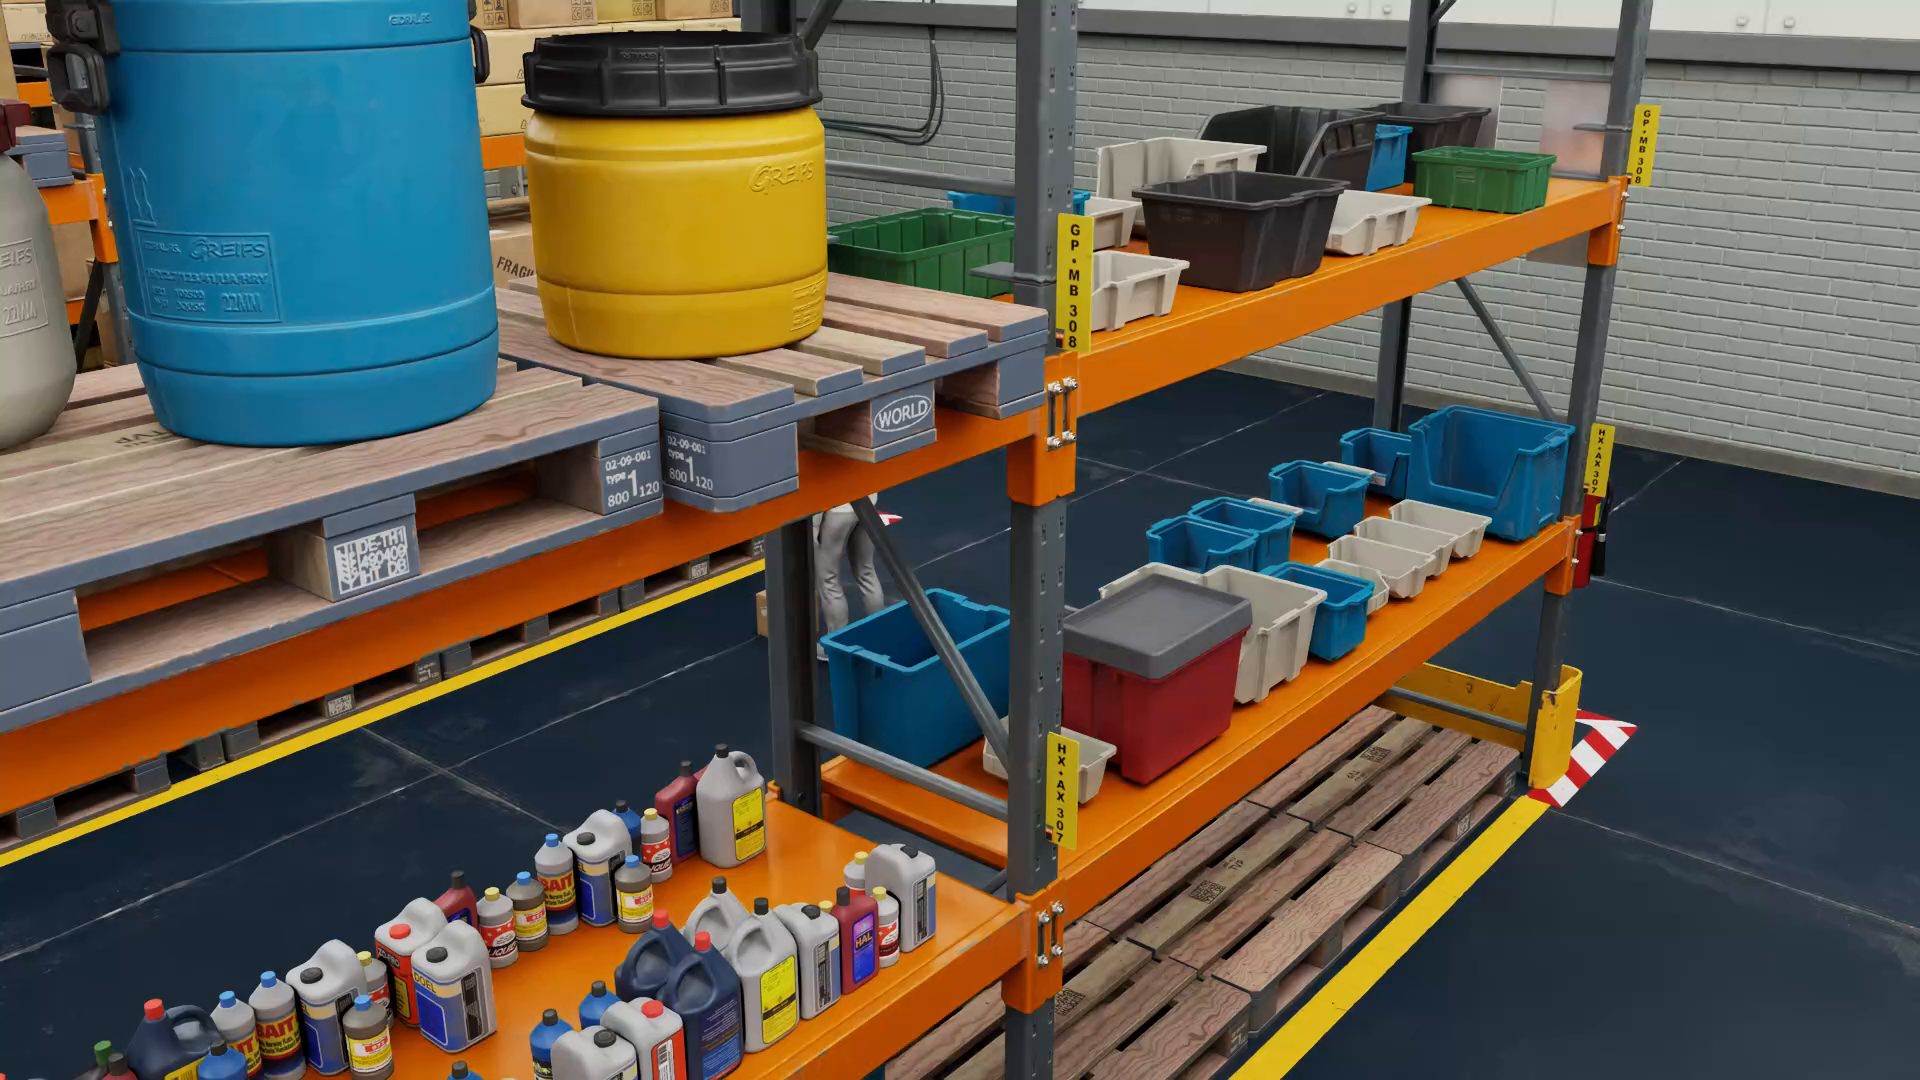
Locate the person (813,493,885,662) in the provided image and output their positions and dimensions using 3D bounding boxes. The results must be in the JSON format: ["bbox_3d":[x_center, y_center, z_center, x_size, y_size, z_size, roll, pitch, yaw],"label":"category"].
[{"bbox_3d":[-0.633,-0.131,8.943,0.347,1.708,0.469,17,26,38],"label":"person"}]
